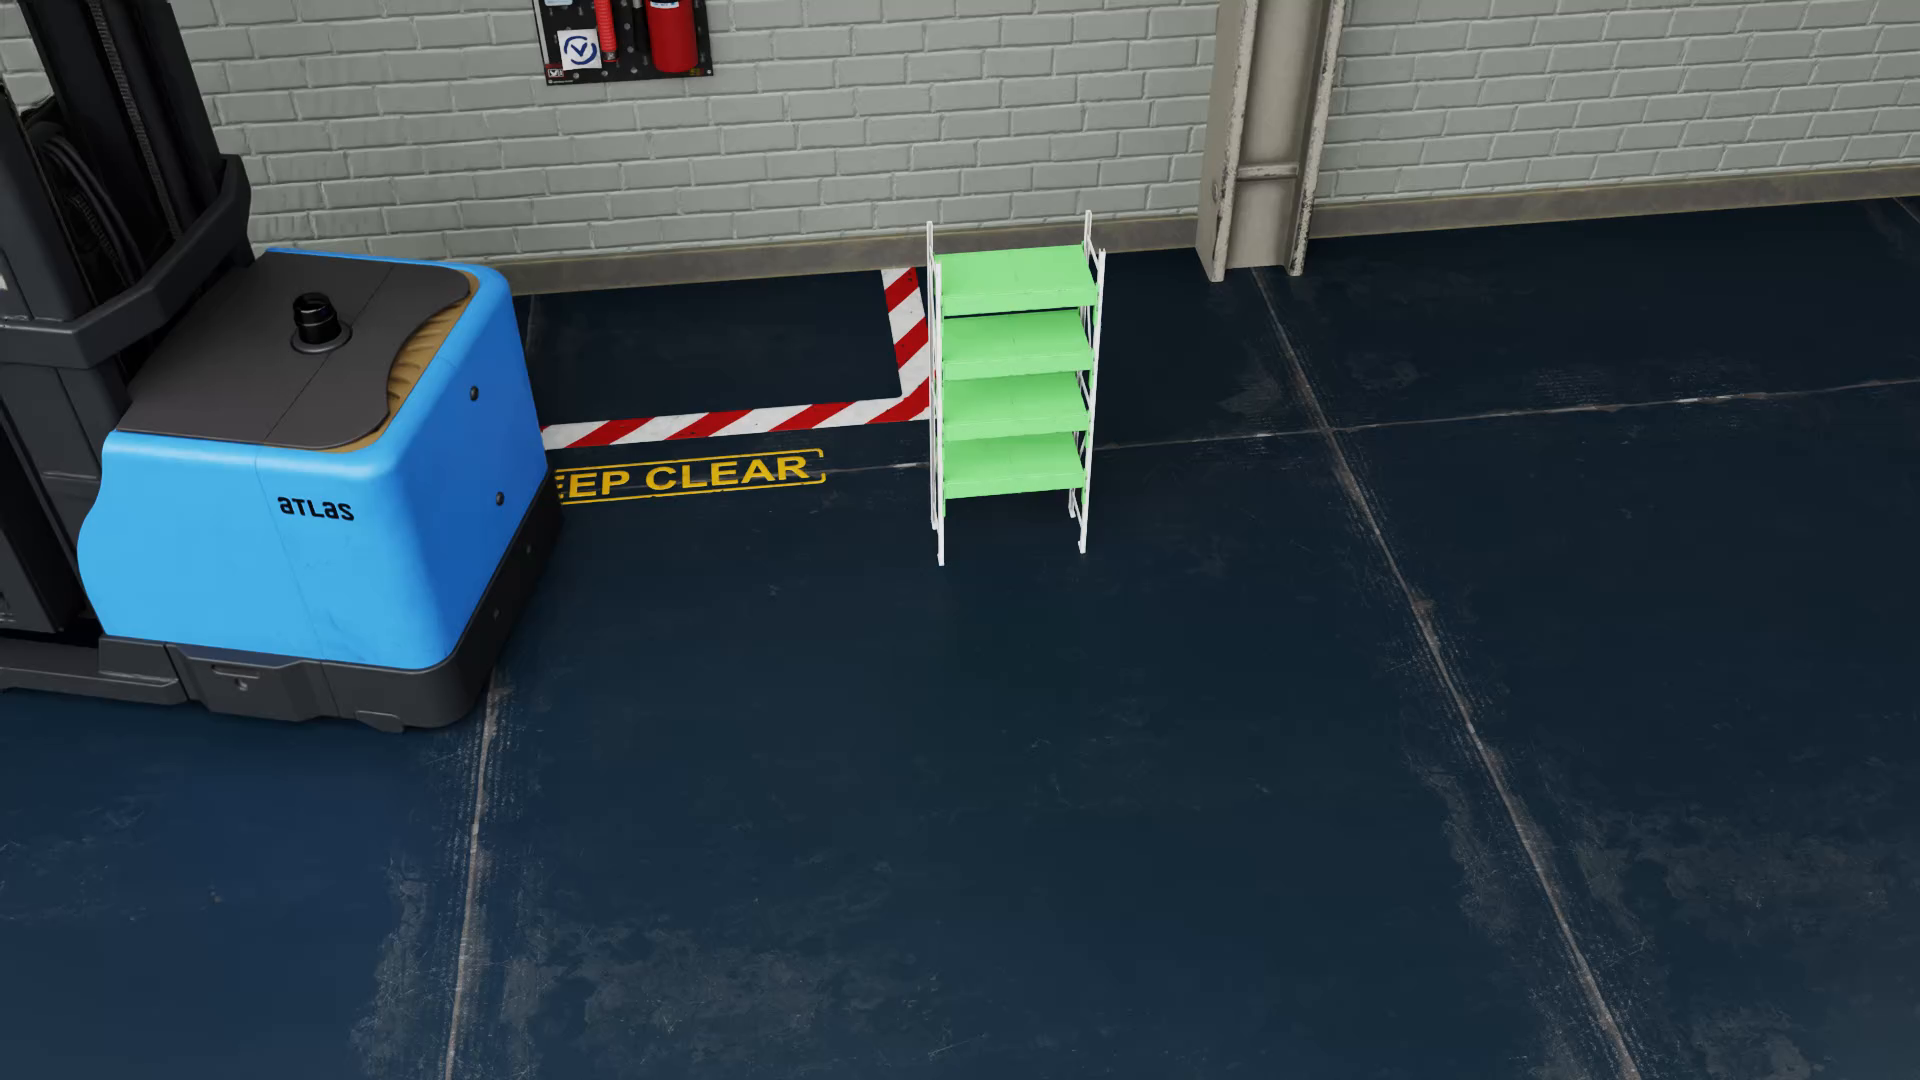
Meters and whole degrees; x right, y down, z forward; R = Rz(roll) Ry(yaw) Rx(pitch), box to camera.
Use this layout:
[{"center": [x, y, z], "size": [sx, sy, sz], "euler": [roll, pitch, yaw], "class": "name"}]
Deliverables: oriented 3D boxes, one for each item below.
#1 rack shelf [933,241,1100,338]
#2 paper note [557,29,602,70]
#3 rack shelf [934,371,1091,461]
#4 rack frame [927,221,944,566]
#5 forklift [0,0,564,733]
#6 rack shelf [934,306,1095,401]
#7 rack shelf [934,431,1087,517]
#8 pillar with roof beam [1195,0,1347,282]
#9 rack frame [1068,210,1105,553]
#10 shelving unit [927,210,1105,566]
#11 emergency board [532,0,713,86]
[{"center": [0.164, -0.769, 5.085], "size": [0.480, 0.148, 0.258], "euler": [-5, 42, -6], "class": "rack shelf"}, {"center": [-1.416, -1.826, 6.193], "size": [0.142, 0.148, 0.016], "euler": [-5, 42, -6], "class": "paper note"}, {"center": [0.164, -0.412, 5.407], "size": [0.480, 0.148, 0.258], "euler": [-5, 42, -6], "class": "rack shelf"}, {"center": [-0.078, -0.439, 5.341], "size": [0.015, 1.200, 0.240], "euler": [-5, 42, -6], "class": "rack frame"}, {"center": [-2.923, -0.958, 4.624], "size": [3.031, 2.935, 1.130], "euler": [6, 42, 6], "class": "forklift"}, {"center": [0.164, -0.591, 5.246], "size": [0.480, 0.148, 0.258], "euler": [-5, 42, -6], "class": "rack shelf"}, {"center": [0.164, -0.234, 5.568], "size": [0.480, 0.148, 0.258], "euler": [-5, 42, -6], "class": "rack shelf"}, {"center": [1.782, -1.681, 0.895], "size": [0.400, 9.000, 9.100], "euler": [-5, 42, -6], "class": "pillar with roof beam"}, {"center": [0.406, -0.481, 5.388], "size": [0.015, 1.200, 0.240], "euler": [-5, 42, -6], "class": "rack frame"}, {"center": [0.164, -0.460, 5.364], "size": [0.503, 1.200, 0.258], "euler": [-5, 42, -6], "class": "shelving unit"}, {"center": [-1.232, -2.123, 5.864], "size": [0.643, 1.169, 0.194], "euler": [-5, 42, -6], "class": "emergency board"}]
